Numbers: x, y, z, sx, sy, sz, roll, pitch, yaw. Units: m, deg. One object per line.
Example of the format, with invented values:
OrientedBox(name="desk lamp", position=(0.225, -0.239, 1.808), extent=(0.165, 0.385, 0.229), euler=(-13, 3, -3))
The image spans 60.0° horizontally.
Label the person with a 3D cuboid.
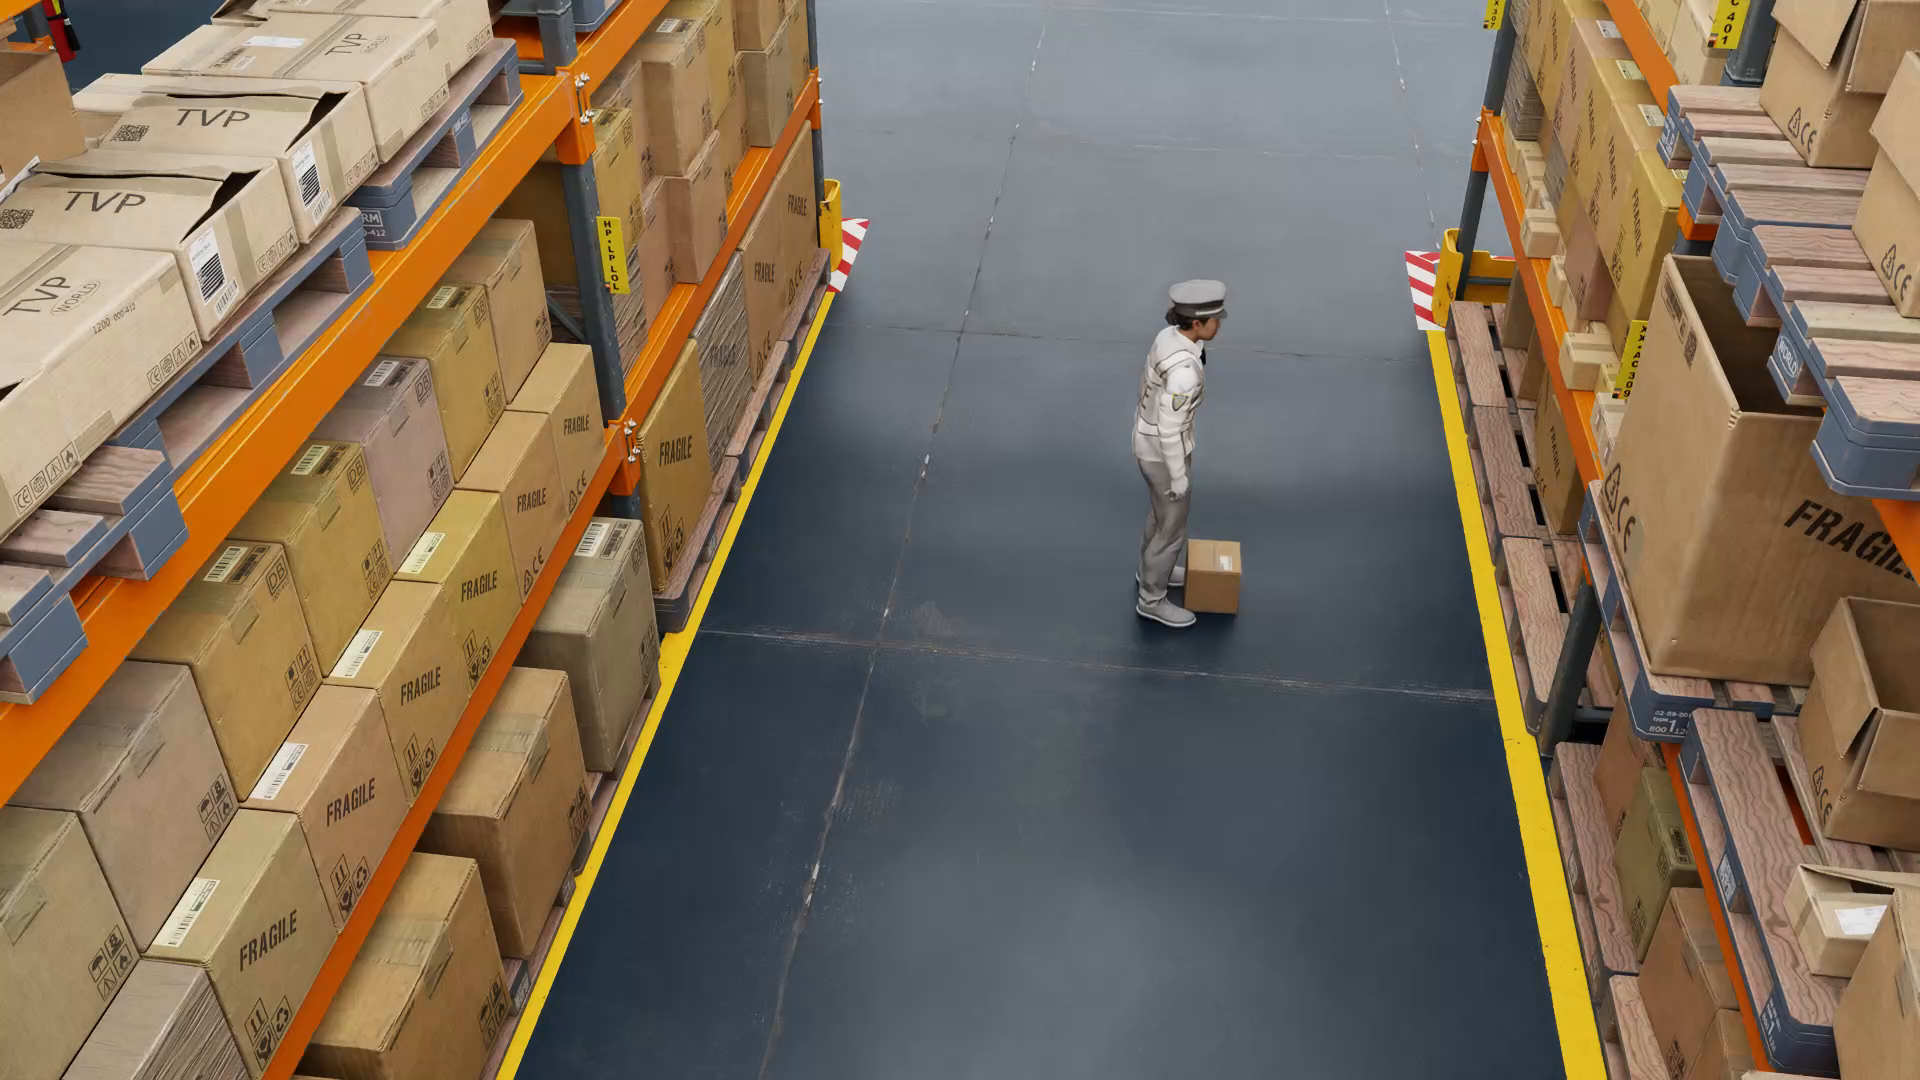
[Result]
OrientedBox(name="person", position=(0.969, -0.408, 7.591), extent=(0.375, 1.662, 0.532), euler=(3, 36, 4))
